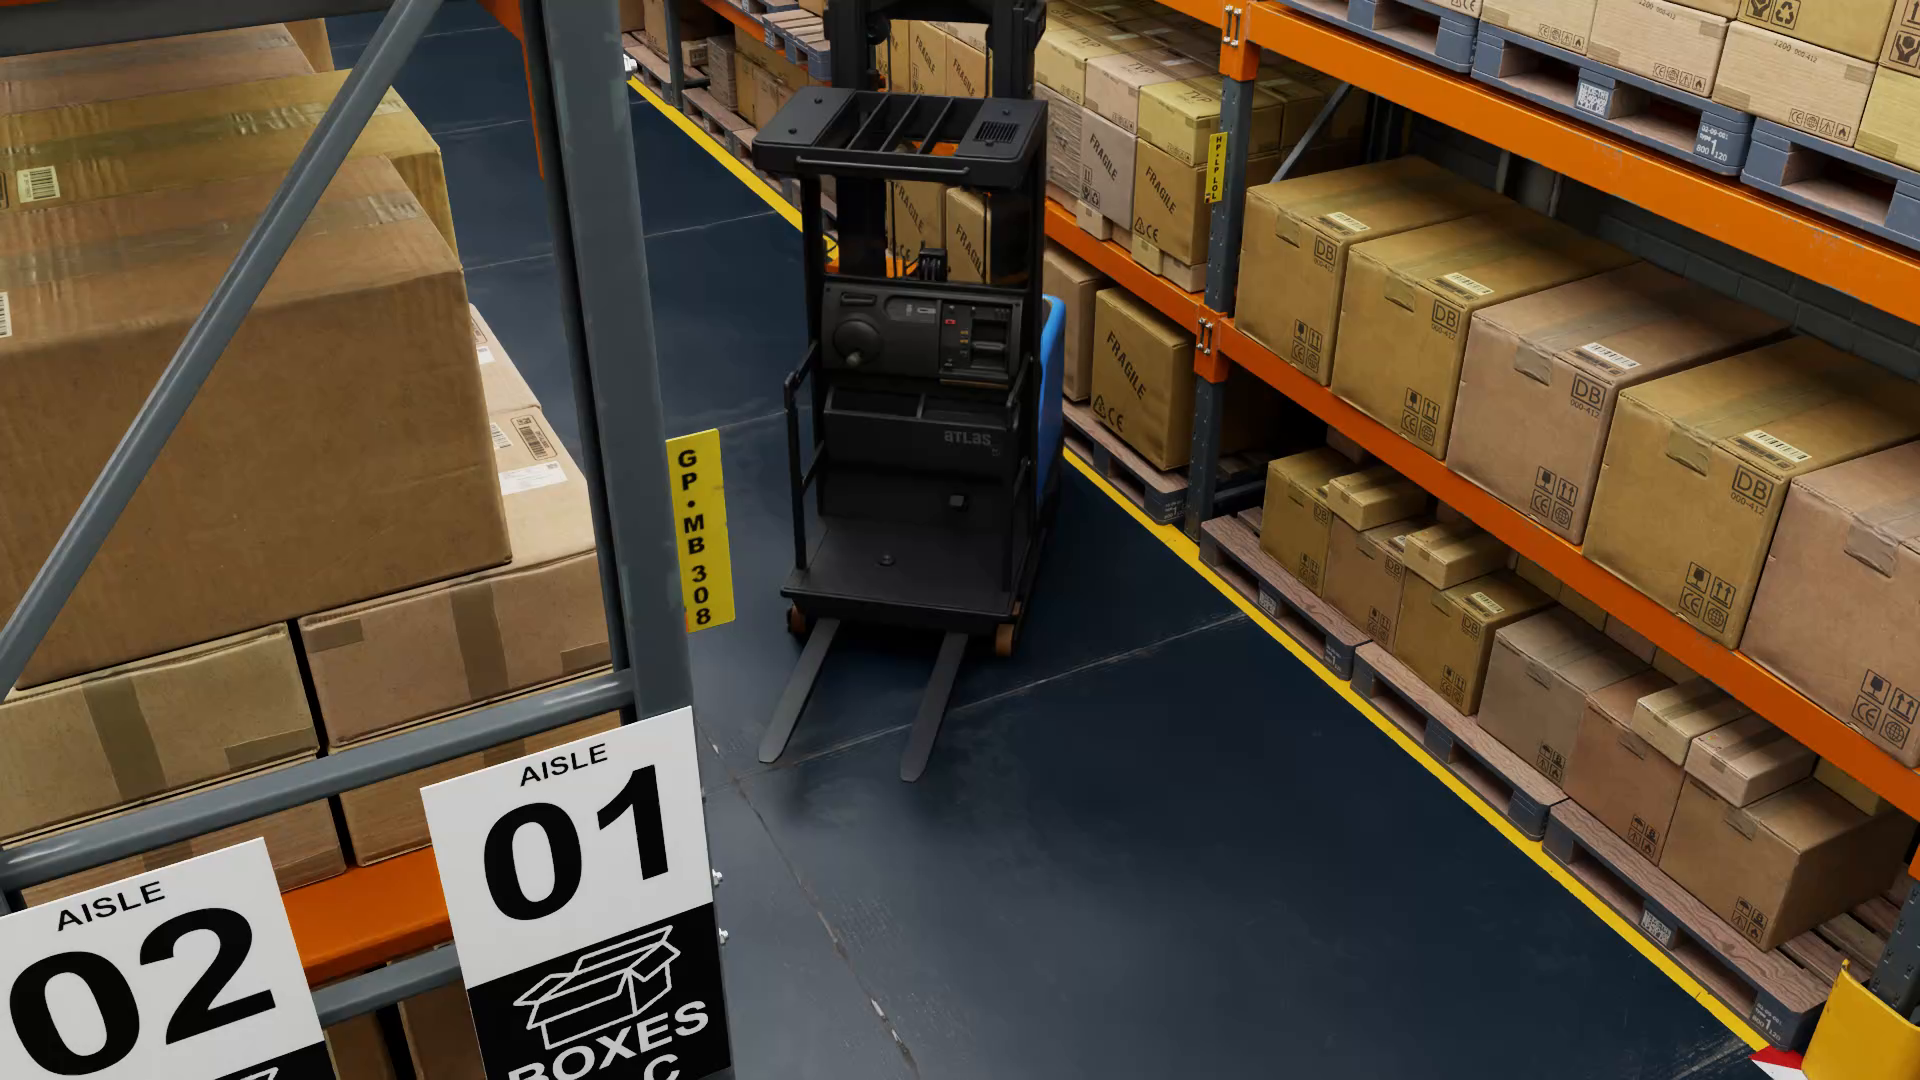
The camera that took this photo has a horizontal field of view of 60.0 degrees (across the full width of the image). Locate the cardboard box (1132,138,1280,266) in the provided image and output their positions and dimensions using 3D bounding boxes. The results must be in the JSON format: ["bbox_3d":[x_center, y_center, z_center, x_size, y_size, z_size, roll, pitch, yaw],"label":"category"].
[{"bbox_3d":[1.215,-1.727,8.279,0.500,0.500,0.500,-16,36,-24],"label":"cardboard box"}]

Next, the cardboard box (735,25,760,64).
[{"bbox_3d":[-1.510,-4.105,13.590,0.500,0.250,0.500,-17,36,-24],"label":"cardboard box"}]

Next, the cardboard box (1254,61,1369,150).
[{"bbox_3d":[1.670,-2.171,8.276,0.500,0.250,0.500,-15,35,-22],"label":"cardboard box"}]

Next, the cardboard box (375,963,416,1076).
[{"bbox_3d":[-1.086,0.773,3.743,0.500,0.500,0.500,-15,36,-23],"label":"cardboard box"}]

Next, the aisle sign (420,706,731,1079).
[{"bbox_3d":[-0.570,0.626,2.582,0.394,0.787,0.004,-16,36,-23],"label":"aisle sign"}]

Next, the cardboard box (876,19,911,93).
[{"bbox_3d":[-0.211,-3.183,10.551,0.500,0.500,0.500,-15,35,-22],"label":"cardboard box"}]

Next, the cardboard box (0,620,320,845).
[{"bbox_3d":[-1.327,0.171,2.598,0.500,0.250,0.500,-16,36,-23],"label":"cardboard box"}]

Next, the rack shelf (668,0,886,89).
[{"bbox_3d":[-1.144,-3.955,12.810,1.077,0.370,4.000,-16,36,-23],"label":"rack shelf"}]

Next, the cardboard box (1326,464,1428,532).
[{"bbox_3d":[1.910,-0.200,7.608,0.380,0.149,0.250,-15,35,-22],"label":"cardboard box"}]

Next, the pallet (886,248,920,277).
[{"bbox_3d":[0.090,-1.734,11.261,1.003,0.211,1.213,-16,36,-23],"label":"pallet"}]

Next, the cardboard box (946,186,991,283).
[{"bbox_3d":[0.418,-1.772,10.338,0.750,0.750,0.750,-16,36,-23],"label":"cardboard box"}]

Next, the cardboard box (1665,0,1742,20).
[{"bbox_3d":[2.462,-1.989,5.256,0.500,0.500,0.500,-18,37,-25],"label":"cardboard box"}]

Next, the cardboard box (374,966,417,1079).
[{"bbox_3d":[-1.081,1.197,4.009,0.500,0.500,0.500,-16,36,-24],"label":"cardboard box"}]

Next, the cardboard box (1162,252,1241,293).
[{"bbox_3d":[1.246,-1.387,8.349,0.380,0.149,0.250,-16,36,-23],"label":"cardboard box"}]

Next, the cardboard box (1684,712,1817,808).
[{"bbox_3d":[2.883,0.792,6.059,0.380,0.149,0.250,-16,36,-24],"label":"cardboard box"}]

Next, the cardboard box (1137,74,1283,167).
[{"bbox_3d":[1.210,-2.045,8.079,0.500,0.250,0.500,-15,36,-22],"label":"cardboard box"}]

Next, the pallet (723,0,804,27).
[{"bbox_3d":[-1.170,-4.157,12.636,1.003,0.211,1.213,-16,36,-23],"label":"pallet"}]

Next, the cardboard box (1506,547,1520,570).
[{"bbox_3d":[2.508,-0.031,7.345,0.380,0.149,0.250,-15,36,-23],"label":"cardboard box"}]

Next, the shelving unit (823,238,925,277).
[{"bbox_3d":[-0.468,-1.138,9.414,0.503,1.200,0.258,15,35,21],"label":"shelving unit"}]

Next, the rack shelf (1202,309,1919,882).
[{"bbox_3d":[2.586,-0.137,6.851,1.077,0.370,4.000,-16,36,-23],"label":"rack shelf"}]

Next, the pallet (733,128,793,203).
[{"bbox_3d":[-1.139,-3.084,13.368,1.003,0.211,1.213,-16,36,-23],"label":"pallet"}]

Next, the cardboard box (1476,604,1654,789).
[{"bbox_3d":[2.635,0.602,6.957,0.700,0.500,0.500,-17,36,-25],"label":"cardboard box"}]

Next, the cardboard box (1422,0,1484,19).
[{"bbox_3d":[1.968,-2.171,6.234,0.500,0.250,0.500,-17,36,-24],"label":"cardboard box"}]

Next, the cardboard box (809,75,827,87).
[{"bbox_3d":[-0.803,-3.370,12.444,0.500,0.250,0.500,-15,36,-22],"label":"cardboard box"}]

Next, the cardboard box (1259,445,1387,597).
[{"bbox_3d":[1.912,-0.136,8.110,0.700,0.500,0.500,-15,36,-23],"label":"cardboard box"}]

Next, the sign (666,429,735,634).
[{"bbox_3d":[-0.382,-0.006,2.387,0.100,0.325,0.005,-16,36,-23],"label":"sign"}]

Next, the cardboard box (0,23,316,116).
[{"bbox_3d":[-1.602,-0.677,3.226,0.700,0.500,0.500,-16,36,-23],"label":"cardboard box"}]

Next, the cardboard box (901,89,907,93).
[{"bbox_3d":[-0.153,-2.868,10.661,0.380,0.149,0.250,-15,36,-22],"label":"cardboard box"}]

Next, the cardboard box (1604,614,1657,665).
[{"bbox_3d":[2.867,0.335,6.773,0.380,0.149,0.250,-15,36,-22],"label":"cardboard box"}]

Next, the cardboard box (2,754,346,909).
[{"bbox_3d":[-1.335,0.383,2.730,0.500,0.250,0.500,-16,36,-23],"label":"cardboard box"}]

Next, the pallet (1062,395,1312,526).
[{"bbox_3d":[1.227,-0.570,9.444,1.003,0.211,1.213,-16,36,-23],"label":"pallet"}]

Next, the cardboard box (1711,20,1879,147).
[{"bbox_3d":[2.699,-1.435,5.086,0.500,0.250,0.500,-17,36,-25],"label":"cardboard box"}]

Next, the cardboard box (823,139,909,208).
[{"bbox_3d":[-0.593,-2.767,12.197,0.700,0.500,0.500,-15,36,-22],"label":"cardboard box"}]

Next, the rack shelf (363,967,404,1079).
[{"bbox_3d":[-1.794,1.110,4.903,1.077,0.370,4.000,-16,36,-23],"label":"rack shelf"}]

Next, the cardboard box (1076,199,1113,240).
[{"bbox_3d":[0.851,-1.748,8.913,0.380,0.149,0.250,-16,36,-23],"label":"cardboard box"}]

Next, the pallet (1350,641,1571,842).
[{"bbox_3d":[2.512,0.745,7.392,1.003,0.211,1.213,-16,36,-23],"label":"pallet"}]

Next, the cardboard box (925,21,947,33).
[{"bbox_3d":[0.024,-3.257,9.972,0.500,0.250,0.500,-16,36,-24],"label":"cardboard box"}]

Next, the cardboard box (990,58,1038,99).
[{"bbox_3d":[0.505,-2.447,9.402,0.500,0.500,0.500,-15,36,-22],"label":"cardboard box"}]

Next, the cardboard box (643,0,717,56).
[{"bbox_3d":[-2.596,-4.831,15.419,0.500,0.500,0.500,-19,37,-27],"label":"cardboard box"}]

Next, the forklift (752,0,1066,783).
[{"bbox_3d":[-0.216,-0.894,7.428,1.130,2.935,3.031,6,33,9],"label":"forklift"}]

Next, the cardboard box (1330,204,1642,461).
[{"bbox_3d":[2.228,-0.908,7.109,0.980,0.700,0.700,-17,36,-24],"label":"cardboard box"}]

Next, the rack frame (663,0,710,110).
[{"bbox_3d":[-2.076,-5.213,14.106,1.000,3.000,0.127,-16,36,-23],"label":"rack frame"}]

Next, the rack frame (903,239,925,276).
[{"bbox_3d":[-0.249,-1.081,9.325,0.015,1.200,0.240,15,35,21],"label":"rack frame"}]

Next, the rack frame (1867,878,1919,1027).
[{"bbox_3d":[3.519,0.514,5.167,1.000,3.000,0.127,-16,36,-23],"label":"rack frame"}]

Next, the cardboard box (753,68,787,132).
[{"bbox_3d":[-1.231,-3.511,13.358,0.700,0.500,0.500,-15,36,-23],"label":"cardboard box"}]

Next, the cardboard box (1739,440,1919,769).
[{"bbox_3d":[3.272,0.147,5.462,0.980,0.700,0.700,-14,35,-21],"label":"cardboard box"}]
